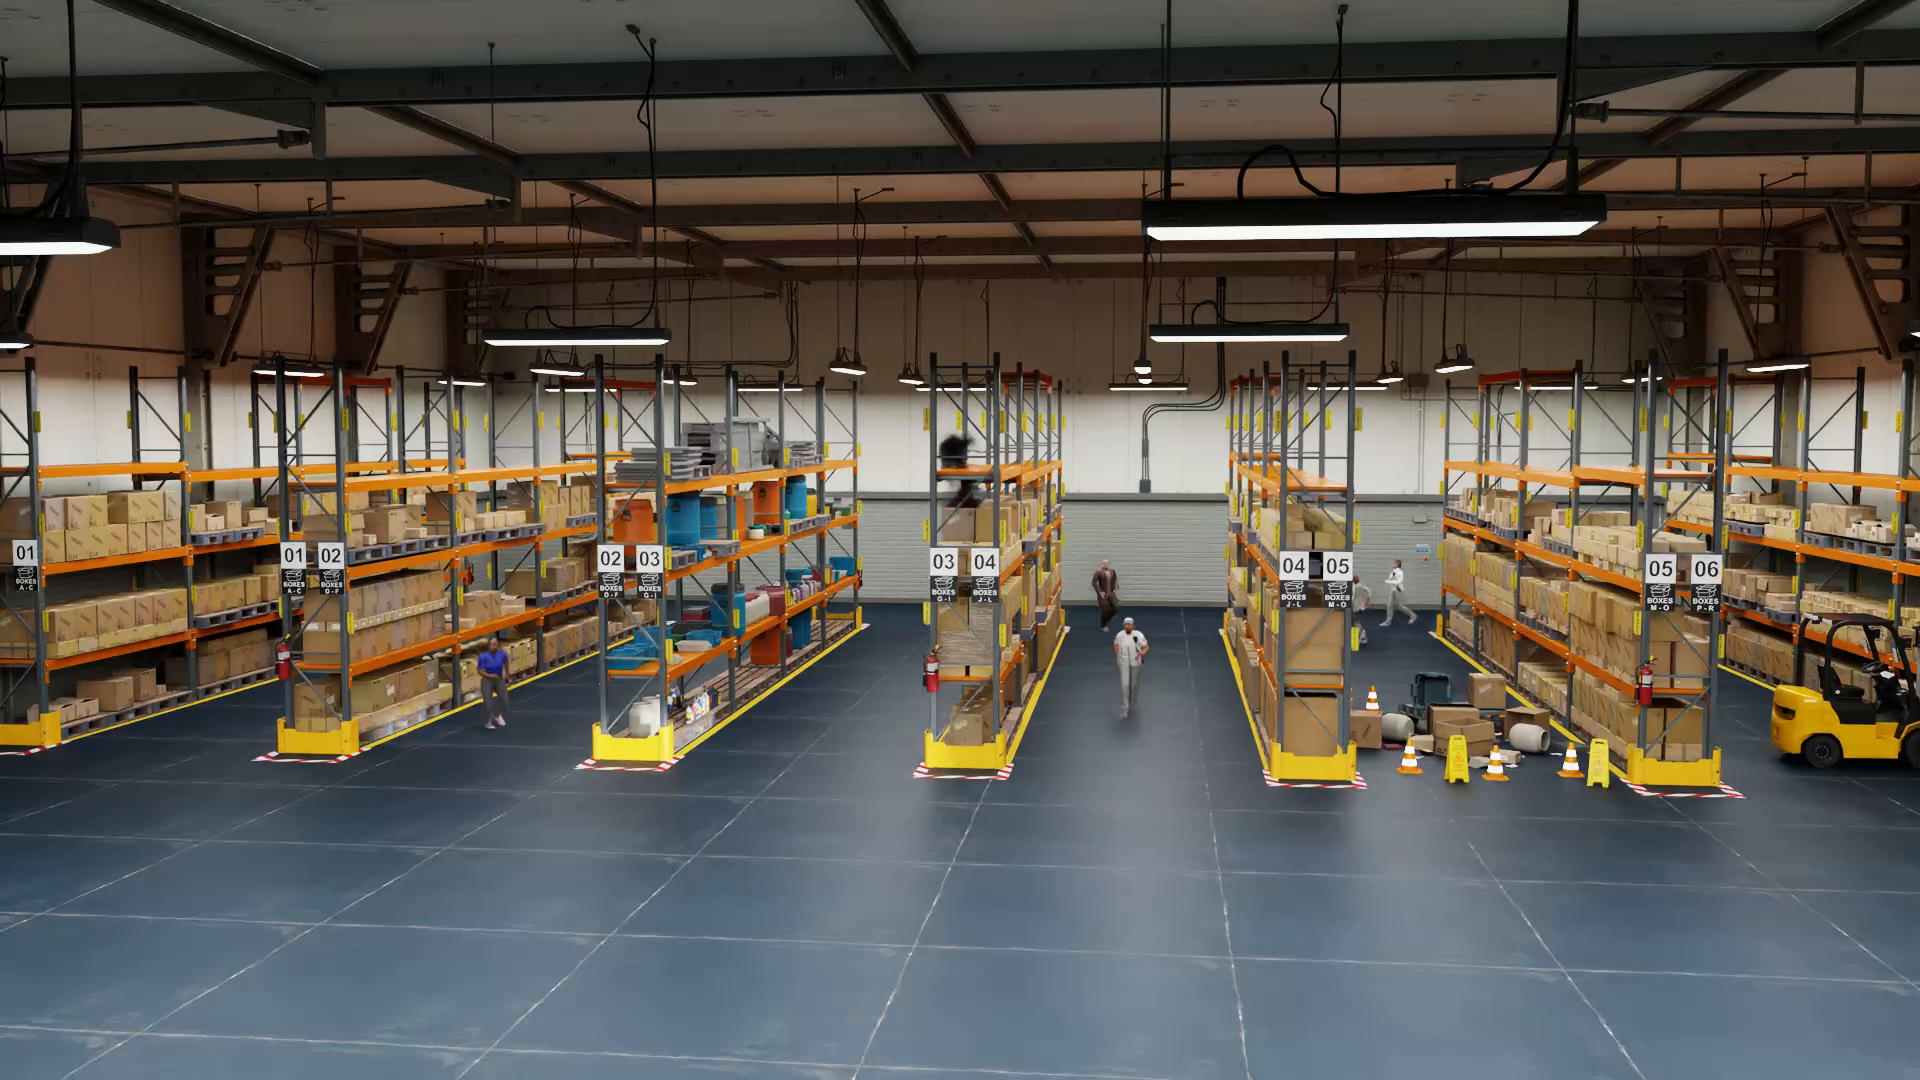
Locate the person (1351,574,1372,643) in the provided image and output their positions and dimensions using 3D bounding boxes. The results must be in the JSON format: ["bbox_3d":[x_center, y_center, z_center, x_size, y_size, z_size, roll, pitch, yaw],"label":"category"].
[{"bbox_3d":[9.050,1.562,37.743,0.623,1.539,0.549,-2,5,-26],"label":"person"}]

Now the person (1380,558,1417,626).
[{"bbox_3d":[10.702,1.267,40.615,0.893,1.676,0.622,0,4,-5],"label":"person"}]

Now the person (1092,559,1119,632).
[{"bbox_3d":[3.521,1.324,39.763,0.740,1.743,0.564,-2,4,-24],"label":"person"}]

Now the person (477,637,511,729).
[{"bbox_3d":[-7.553,2.379,26.984,0.578,1.443,0.778,-3,5,-32],"label":"person"}]

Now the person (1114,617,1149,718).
[{"bbox_3d":[2.938,2.158,28.568,0.600,1.698,0.818,1,4,8],"label":"person"}]
